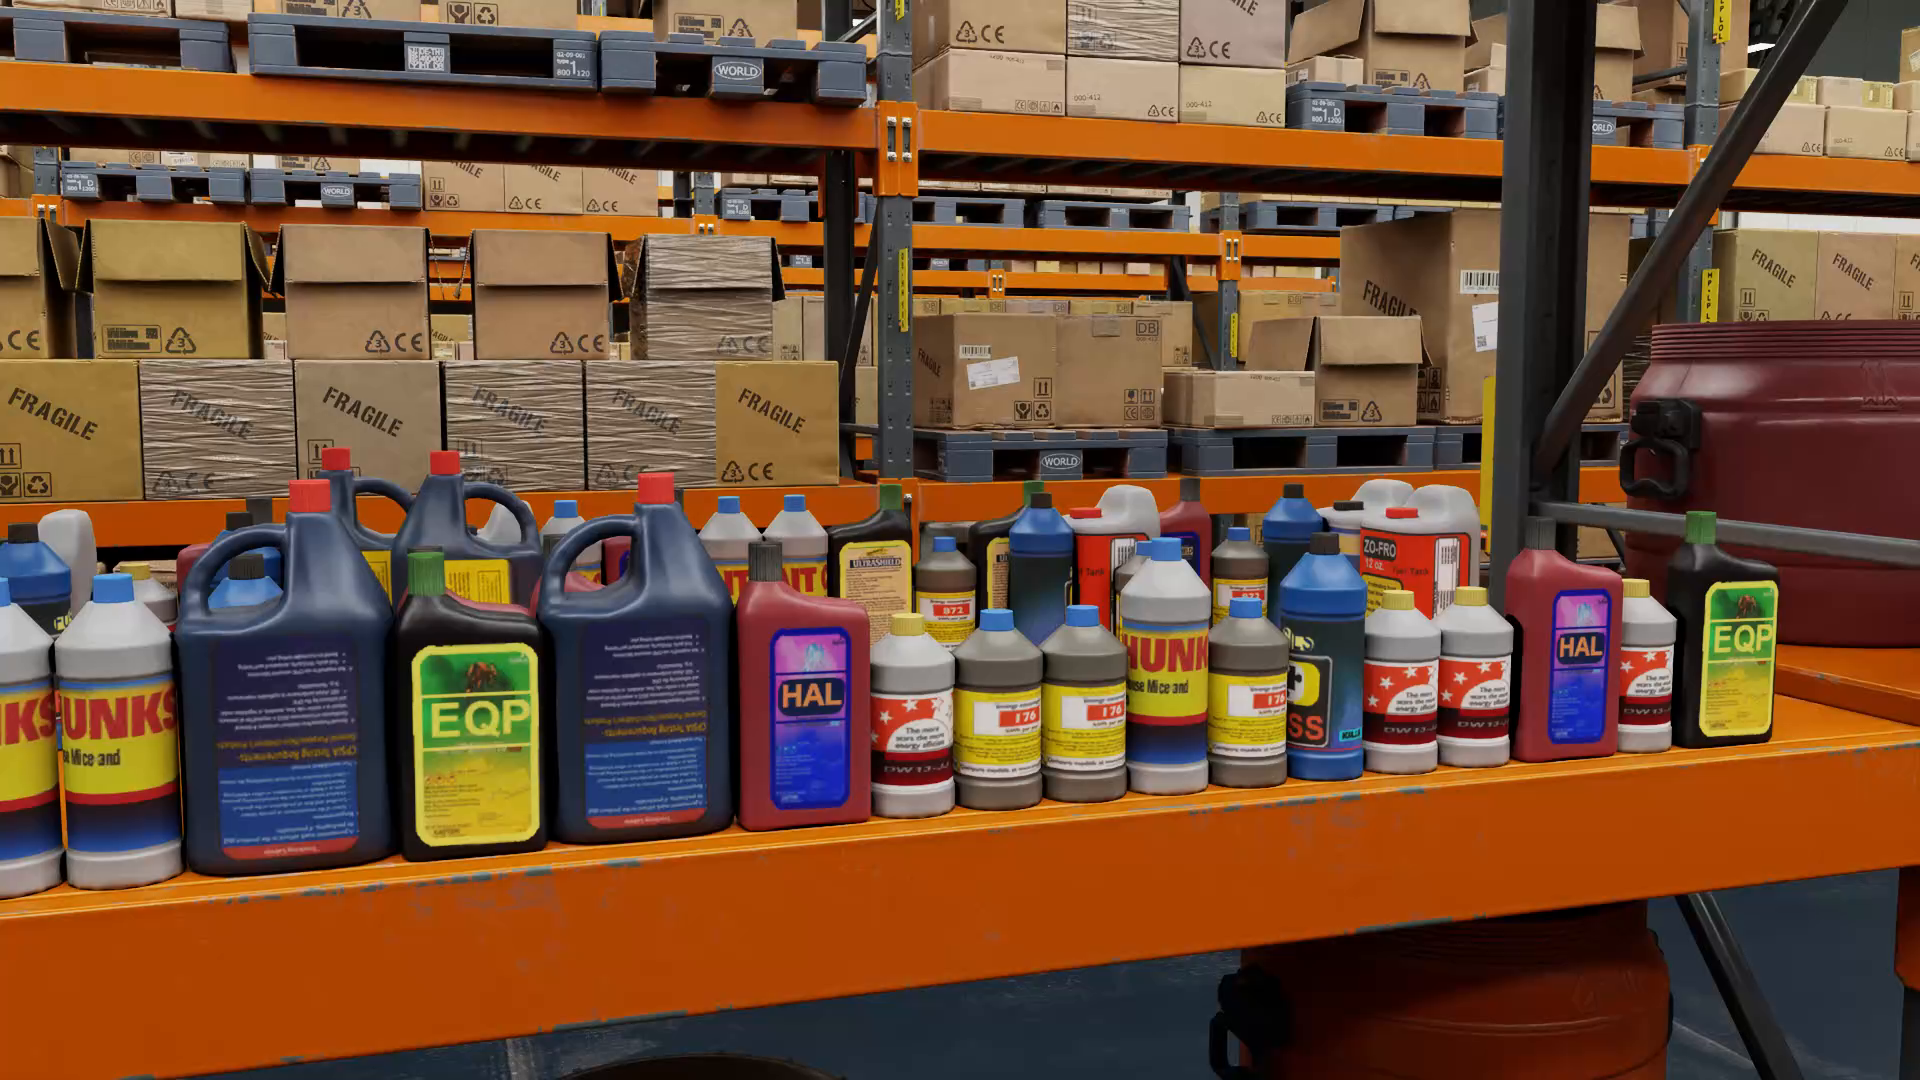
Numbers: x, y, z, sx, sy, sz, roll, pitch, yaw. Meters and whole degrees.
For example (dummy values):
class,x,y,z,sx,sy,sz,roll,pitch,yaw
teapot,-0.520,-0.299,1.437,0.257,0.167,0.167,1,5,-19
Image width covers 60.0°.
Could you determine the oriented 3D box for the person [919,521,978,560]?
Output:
class,x,y,z,sx,sy,sz,roll,pitch,yaw
person,-0.037,-0.053,9.046,0.627,1.764,0.574,-2,6,-18
